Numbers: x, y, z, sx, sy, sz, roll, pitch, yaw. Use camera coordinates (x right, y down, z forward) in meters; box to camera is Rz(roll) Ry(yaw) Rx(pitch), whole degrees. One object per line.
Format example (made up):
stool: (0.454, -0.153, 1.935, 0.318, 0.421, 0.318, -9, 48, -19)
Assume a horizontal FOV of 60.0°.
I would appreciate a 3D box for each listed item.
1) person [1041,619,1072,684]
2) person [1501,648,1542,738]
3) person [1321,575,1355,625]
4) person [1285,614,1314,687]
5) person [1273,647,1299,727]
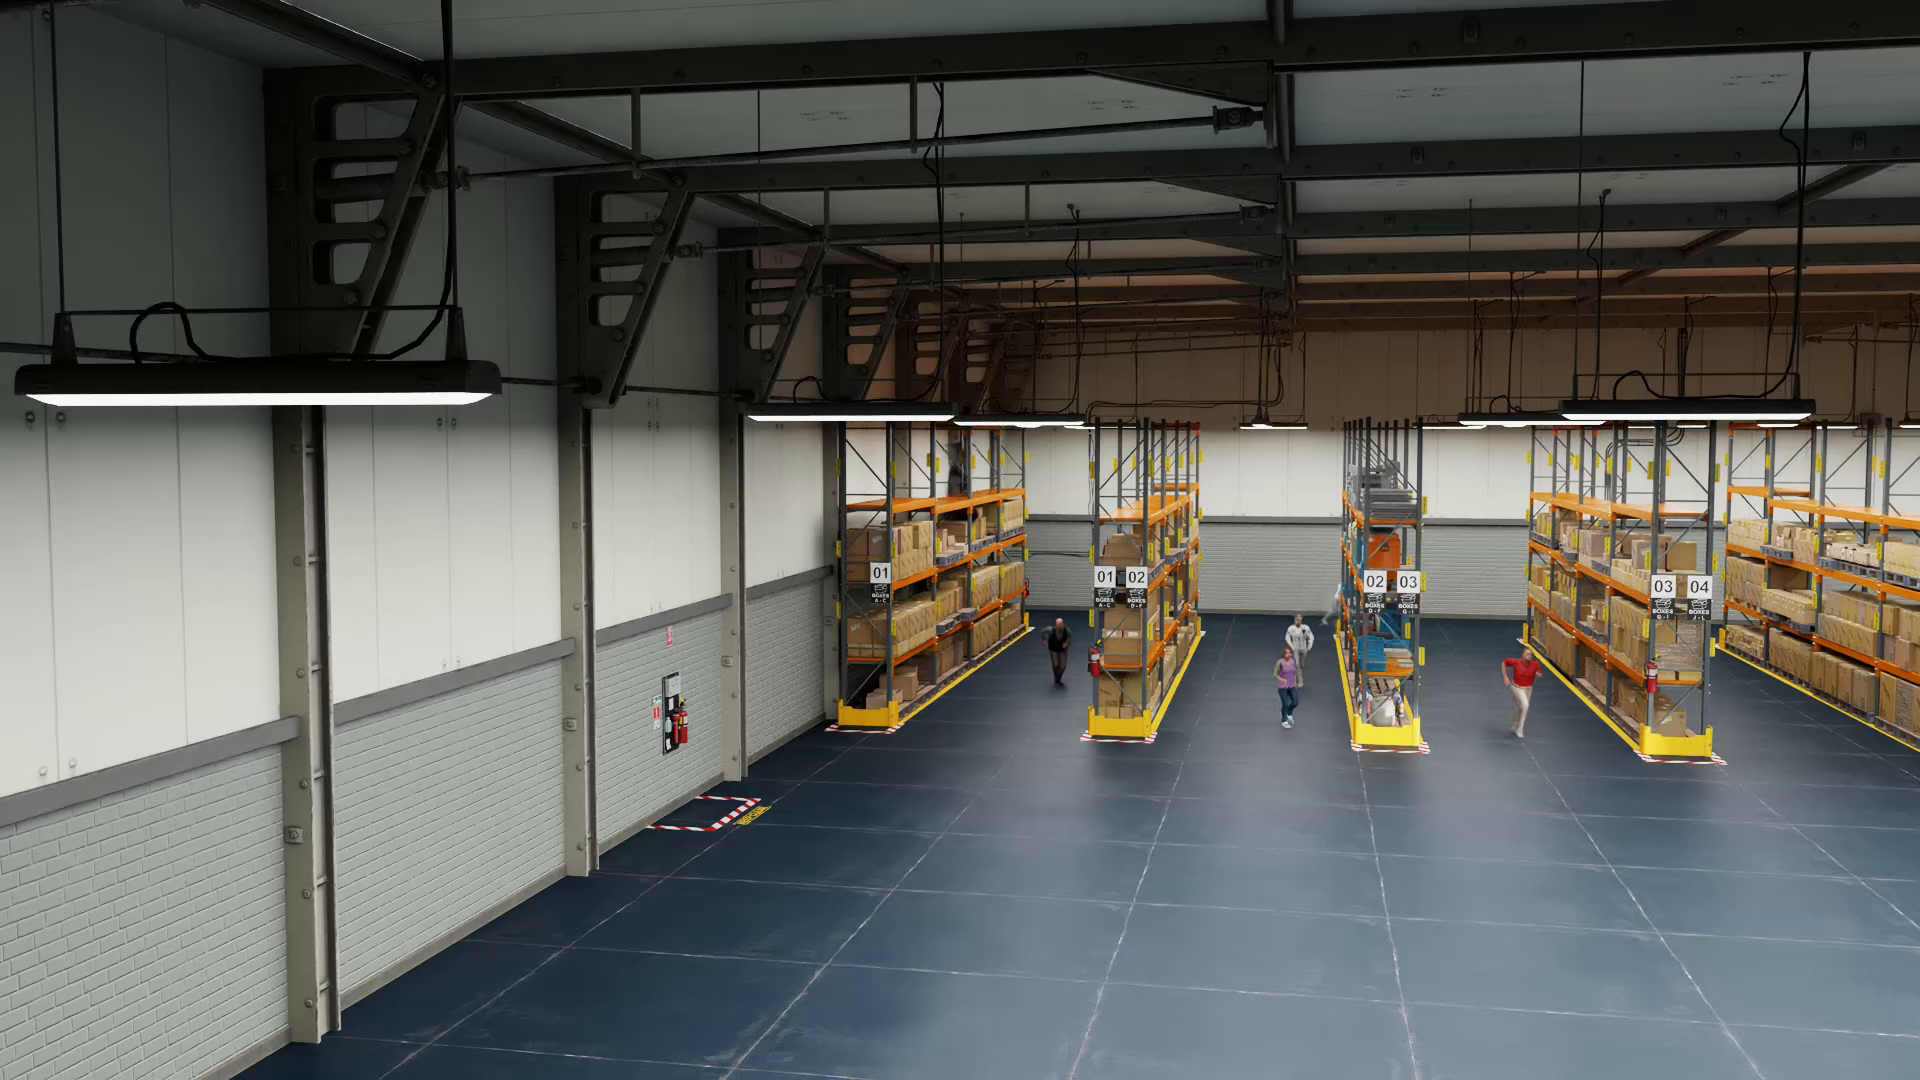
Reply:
person: (2.175, 2.518, 37.478, 0.685, 1.549, 0.861, 0, 4, -1)
person: (10.556, 2.858, 31.267, 0.647, 1.708, 0.943, -1, 4, -12)
person: (11.078, 1.803, 48.717, 0.985, 1.625, 0.617, 2, 4, 28)
person: (7.684, 2.483, 37.671, 0.636, 1.669, 0.761, 1, 4, 10)
person: (6.324, 2.865, 32.135, 0.550, 1.550, 0.522, -1, 4, -13)
